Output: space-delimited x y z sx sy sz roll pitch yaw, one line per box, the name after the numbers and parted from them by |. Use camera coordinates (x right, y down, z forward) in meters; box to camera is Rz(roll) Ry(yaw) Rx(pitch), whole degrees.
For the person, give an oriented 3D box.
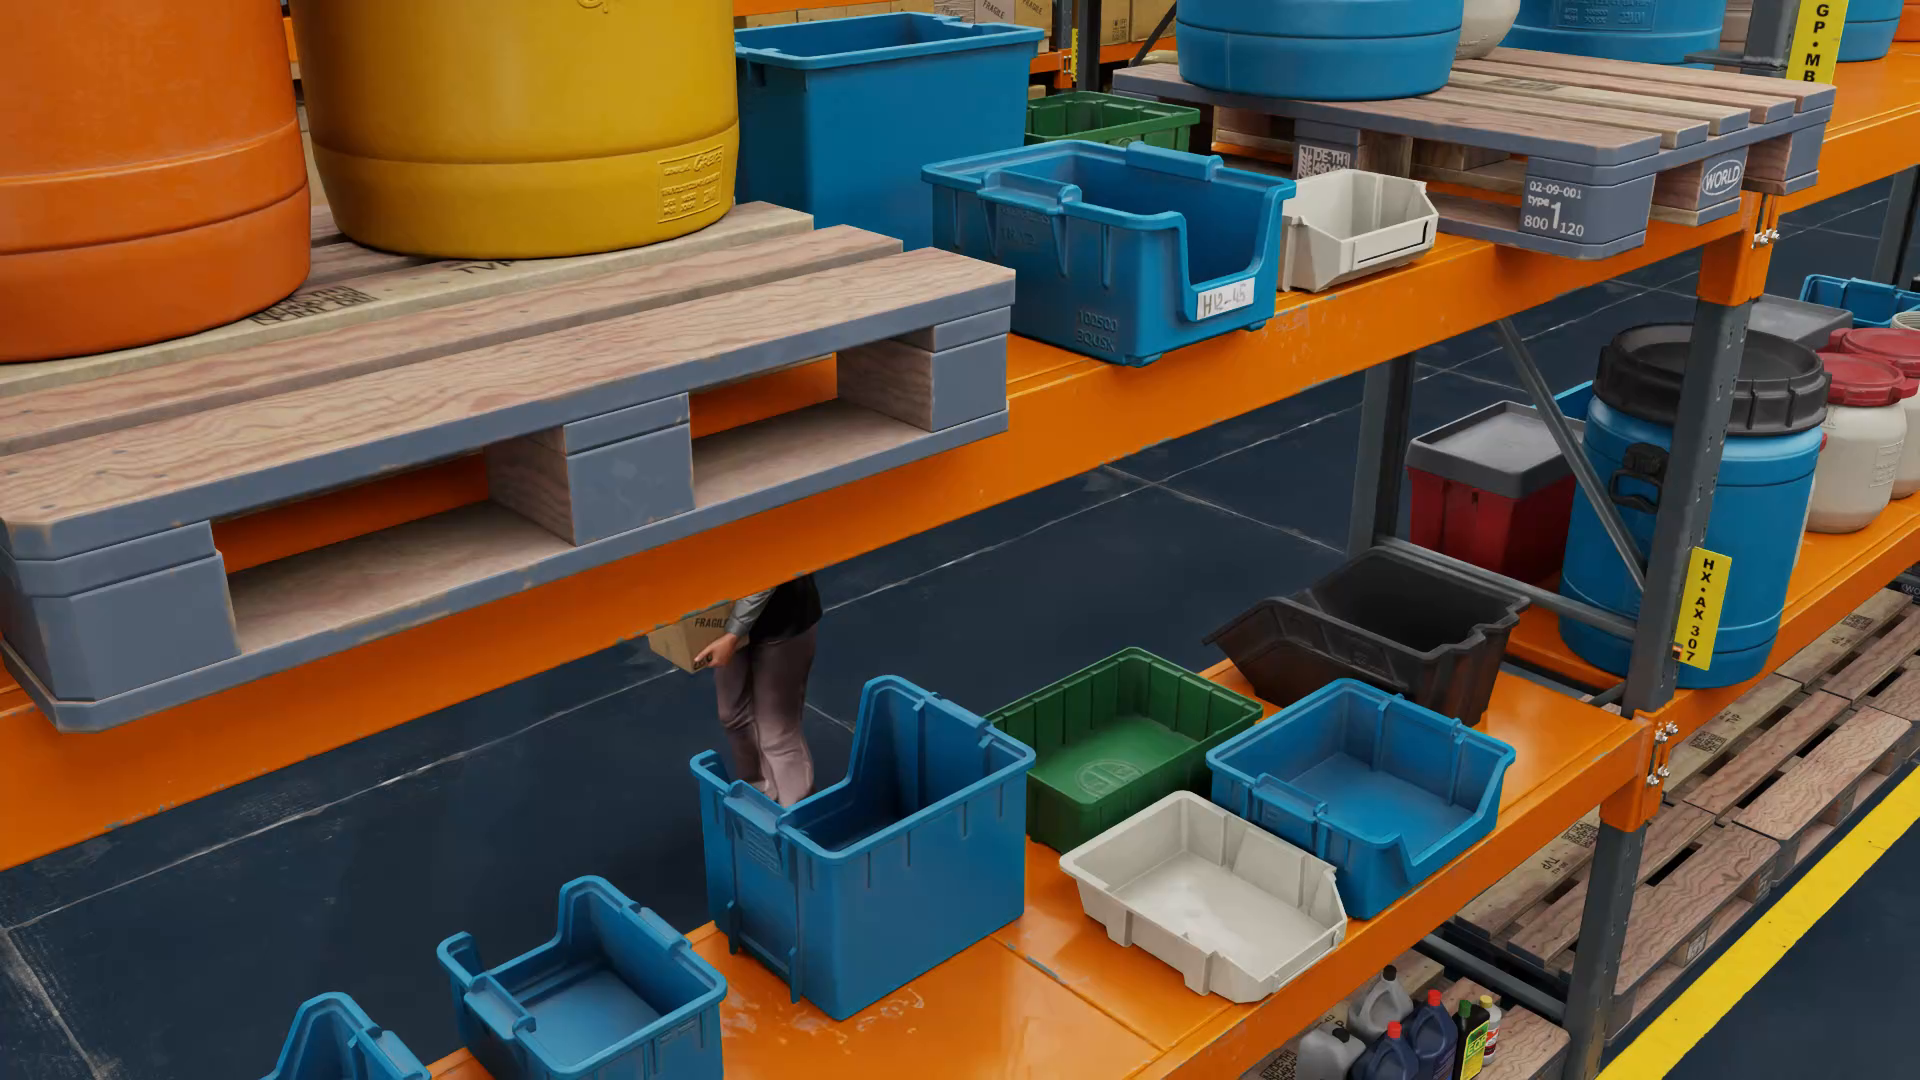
-0.767 0.344 5.873 0.558 1.720 0.495 -21 32 -39 | person
